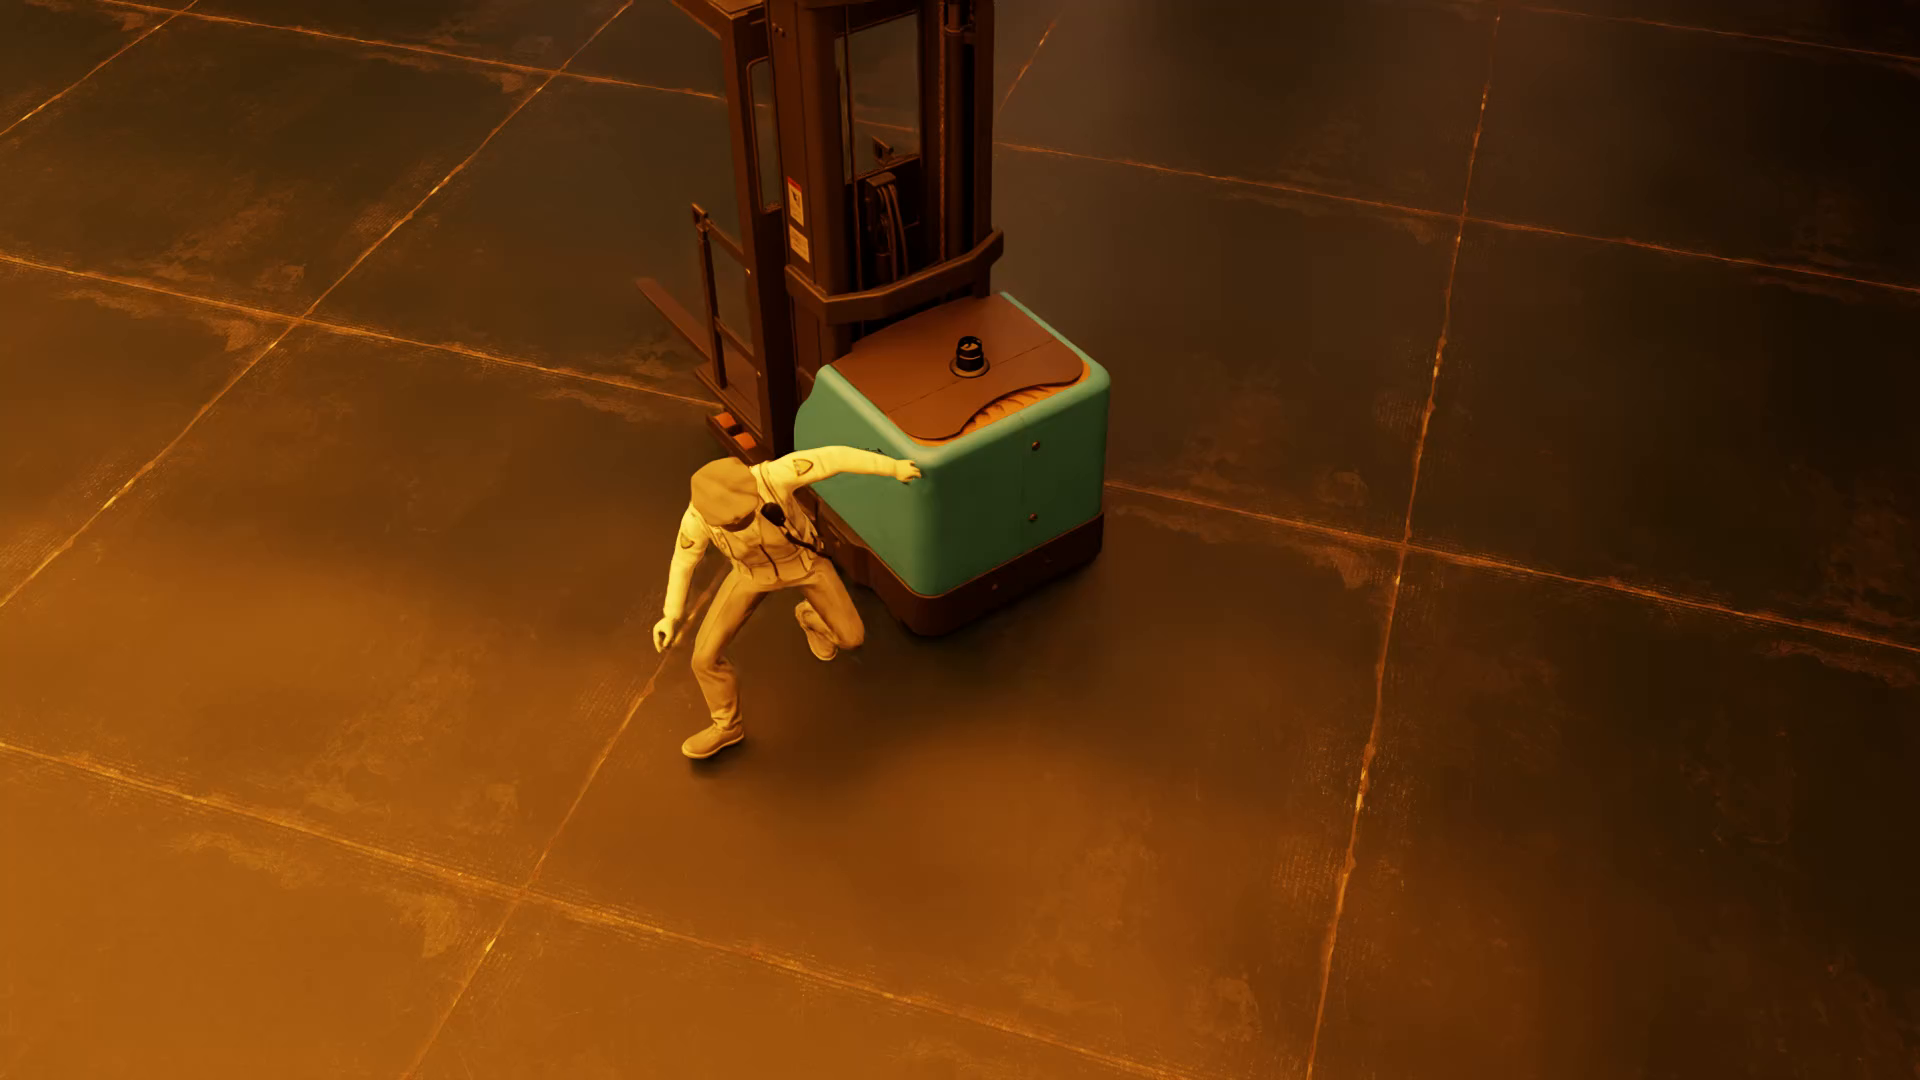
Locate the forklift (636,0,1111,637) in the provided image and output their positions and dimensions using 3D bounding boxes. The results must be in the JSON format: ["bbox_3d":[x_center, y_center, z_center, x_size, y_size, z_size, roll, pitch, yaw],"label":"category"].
[{"bbox_3d":[-0.609,-1.614,7.424,1.130,2.935,3.031,-26,49,-25],"label":"forklift"}]

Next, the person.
[{"bbox_3d":[-0.680,0.139,6.629,1.095,1.451,0.707,-4,43,-4],"label":"person"}]
